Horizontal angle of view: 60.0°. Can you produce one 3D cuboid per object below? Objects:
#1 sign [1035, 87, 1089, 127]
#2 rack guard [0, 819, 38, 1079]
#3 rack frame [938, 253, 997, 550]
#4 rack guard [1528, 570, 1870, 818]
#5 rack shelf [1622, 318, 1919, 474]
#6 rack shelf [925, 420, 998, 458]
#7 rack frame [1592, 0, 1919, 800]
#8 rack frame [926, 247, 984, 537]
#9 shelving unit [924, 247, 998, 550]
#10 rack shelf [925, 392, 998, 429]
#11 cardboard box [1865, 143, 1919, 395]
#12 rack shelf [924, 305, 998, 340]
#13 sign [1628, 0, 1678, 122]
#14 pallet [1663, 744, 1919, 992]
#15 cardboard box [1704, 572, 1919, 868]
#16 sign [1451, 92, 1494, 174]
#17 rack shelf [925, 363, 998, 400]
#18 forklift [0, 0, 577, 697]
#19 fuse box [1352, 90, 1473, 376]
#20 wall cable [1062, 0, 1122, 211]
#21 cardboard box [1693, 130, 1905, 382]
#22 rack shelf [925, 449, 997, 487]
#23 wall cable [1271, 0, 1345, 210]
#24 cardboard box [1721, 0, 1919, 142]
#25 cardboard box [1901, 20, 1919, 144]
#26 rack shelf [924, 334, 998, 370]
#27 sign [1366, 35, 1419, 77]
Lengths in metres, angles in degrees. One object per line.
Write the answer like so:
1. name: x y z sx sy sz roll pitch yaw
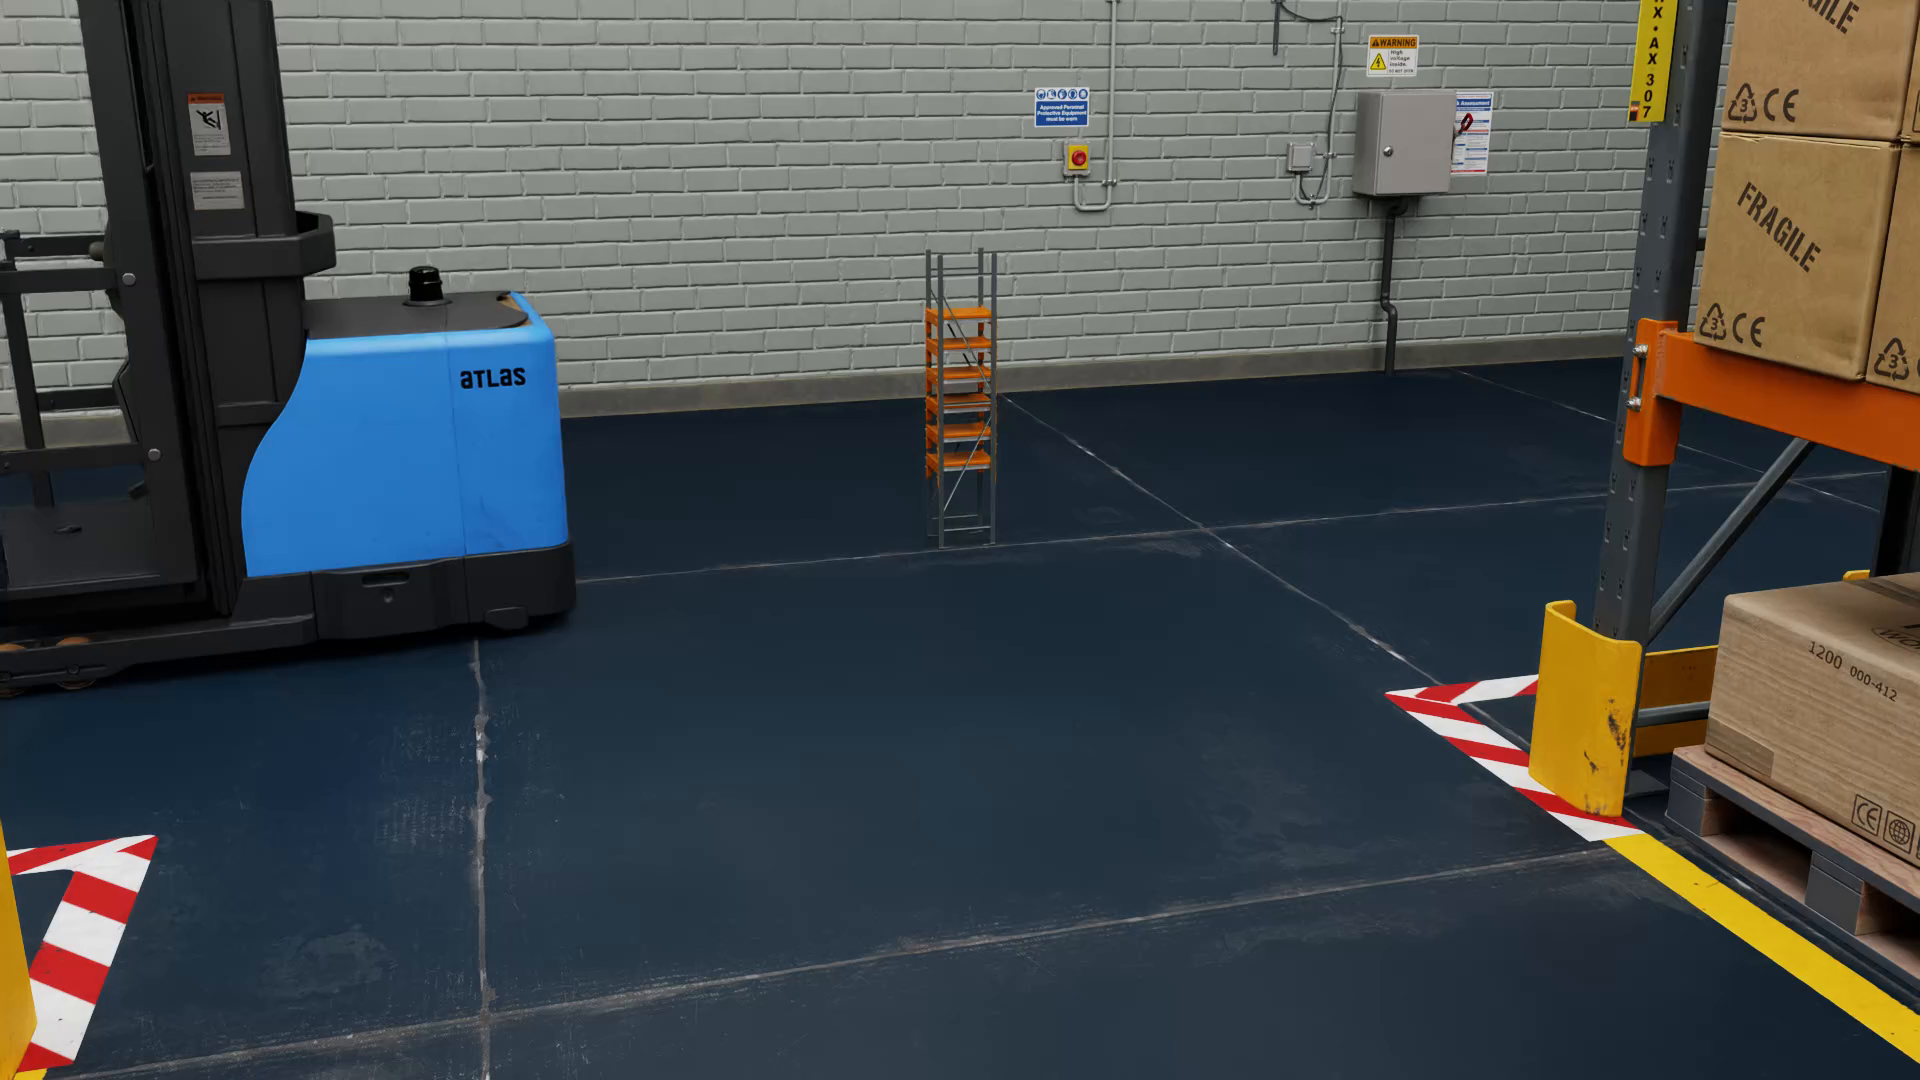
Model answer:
1. sign: 0.583 -2.473 9.503 0.327 0.218 0.001 -5 17 -15
2. rack guard: -2.493 0.864 3.205 1.175 0.500 0.348 -5 17 -15
3. rack frame: 0.029 -0.545 6.682 0.240 1.200 0.006 -5 17 -15
4. rack guard: 2.211 0.417 4.693 1.175 0.500 0.348 -5 17 -15
5. rack shelf: 2.768 0.125 2.573 1.077 0.370 4.000 -5 17 -15
6. rack shelf: 0.004 -0.413 6.813 0.258 0.103 0.180 -5 17 -15
7. rack frame: 2.218 -0.773 4.312 1.000 3.000 0.127 -5 17 -15
8. rack frame: -0.021 -0.596 6.850 0.240 1.200 0.006 -5 17 -15
9. shelving unit: 0.004 -0.571 6.766 0.258 1.200 0.189 -5 17 -15
10. rack shelf: 0.004 -0.528 6.779 0.258 0.103 0.180 -5 17 -15
11. cardboard box: 2.240 -0.528 3.321 0.500 0.500 0.500 -5 17 -16
12. rack shelf: 0.004 -0.873 6.675 0.258 0.103 0.180 -5 17 -15
13. sign: 1.683 -1.183 4.035 0.100 0.325 0.005 -5 17 -15
14. pallet: 2.513 0.777 3.997 1.003 0.211 1.213 -5 17 -15
15. cardboard box: 2.496 0.428 4.038 0.875 0.438 0.875 -5 18 -17
16. sign: 3.124 -2.507 10.251 0.329 0.494 0.001 -5 17 -15
17. rack shelf: 0.004 -0.643 6.744 0.258 0.103 0.180 -5 17 -15
18. forklift: -2.941 -1.075 5.436 3.031 2.935 1.130 -6 18 -19
19. fuse box: 2.706 -1.840 10.102 0.539 1.711 0.414 -5 17 -15
20. wall cable: 0.646 -2.832 9.347 0.585 1.953 0.123 -5 17 -15
21. cardboard box: 2.074 -0.665 3.780 0.500 0.500 0.500 -5 17 -16
22. rack shelf: 0.004 -0.298 6.848 0.258 0.103 0.180 -5 17 -15
23. wall cable: 2.006 -2.933 9.736 0.588 1.984 0.122 -5 17 -15
24. cardboard box: 2.076 -1.145 3.636 0.500 0.500 0.500 -5 17 -16
25. cardboard box: 2.225 -1.002 3.162 0.500 0.500 0.500 -5 17 -17
26. rack shelf: 0.004 -0.758 6.710 0.258 0.103 0.180 -5 17 -15
27. sign: 2.596 -2.905 9.974 0.339 0.242 0.001 -5 17 -15
